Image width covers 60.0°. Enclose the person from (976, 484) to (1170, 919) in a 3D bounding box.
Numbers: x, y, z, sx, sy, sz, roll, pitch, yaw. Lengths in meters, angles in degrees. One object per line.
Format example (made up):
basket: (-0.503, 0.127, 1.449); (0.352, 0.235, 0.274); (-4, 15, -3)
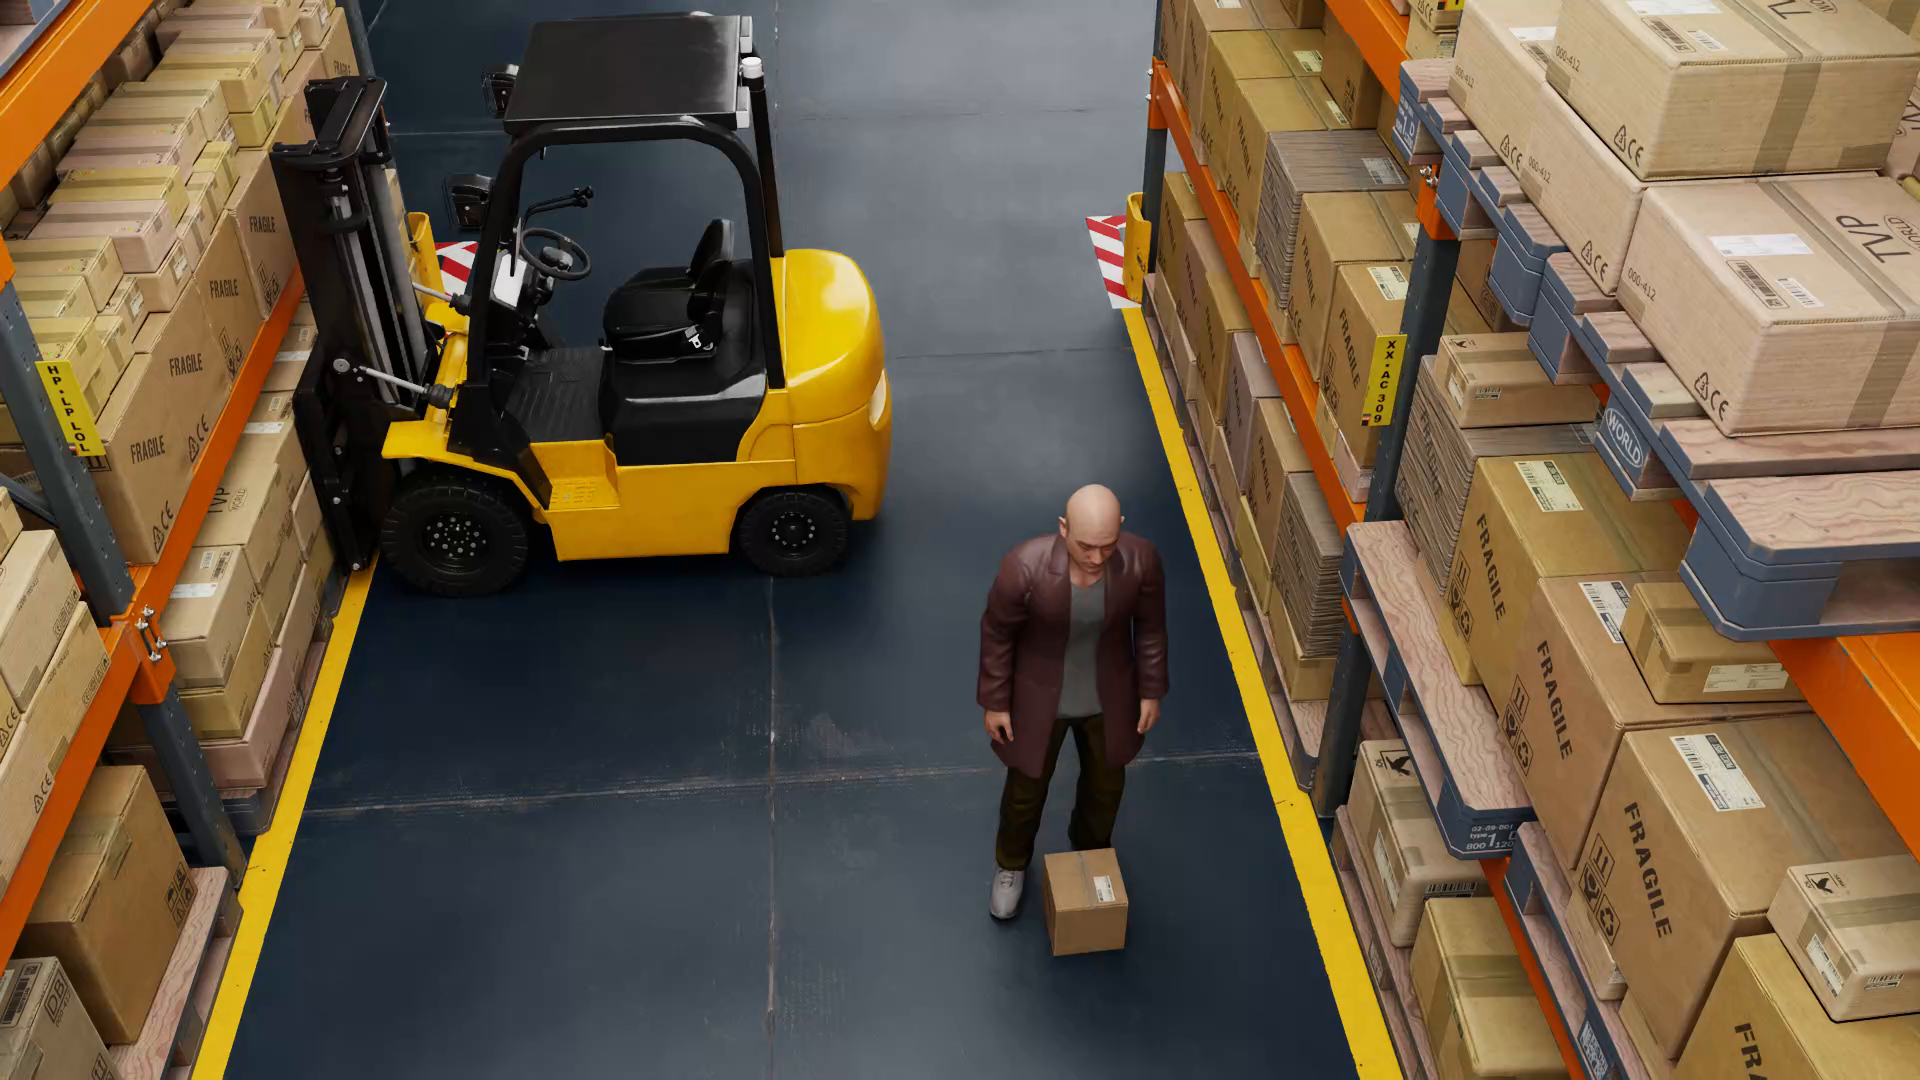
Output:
person: (0.374, 0.521, 5.513); (0.644, 1.774, 0.423); (-4, 39, -5)
